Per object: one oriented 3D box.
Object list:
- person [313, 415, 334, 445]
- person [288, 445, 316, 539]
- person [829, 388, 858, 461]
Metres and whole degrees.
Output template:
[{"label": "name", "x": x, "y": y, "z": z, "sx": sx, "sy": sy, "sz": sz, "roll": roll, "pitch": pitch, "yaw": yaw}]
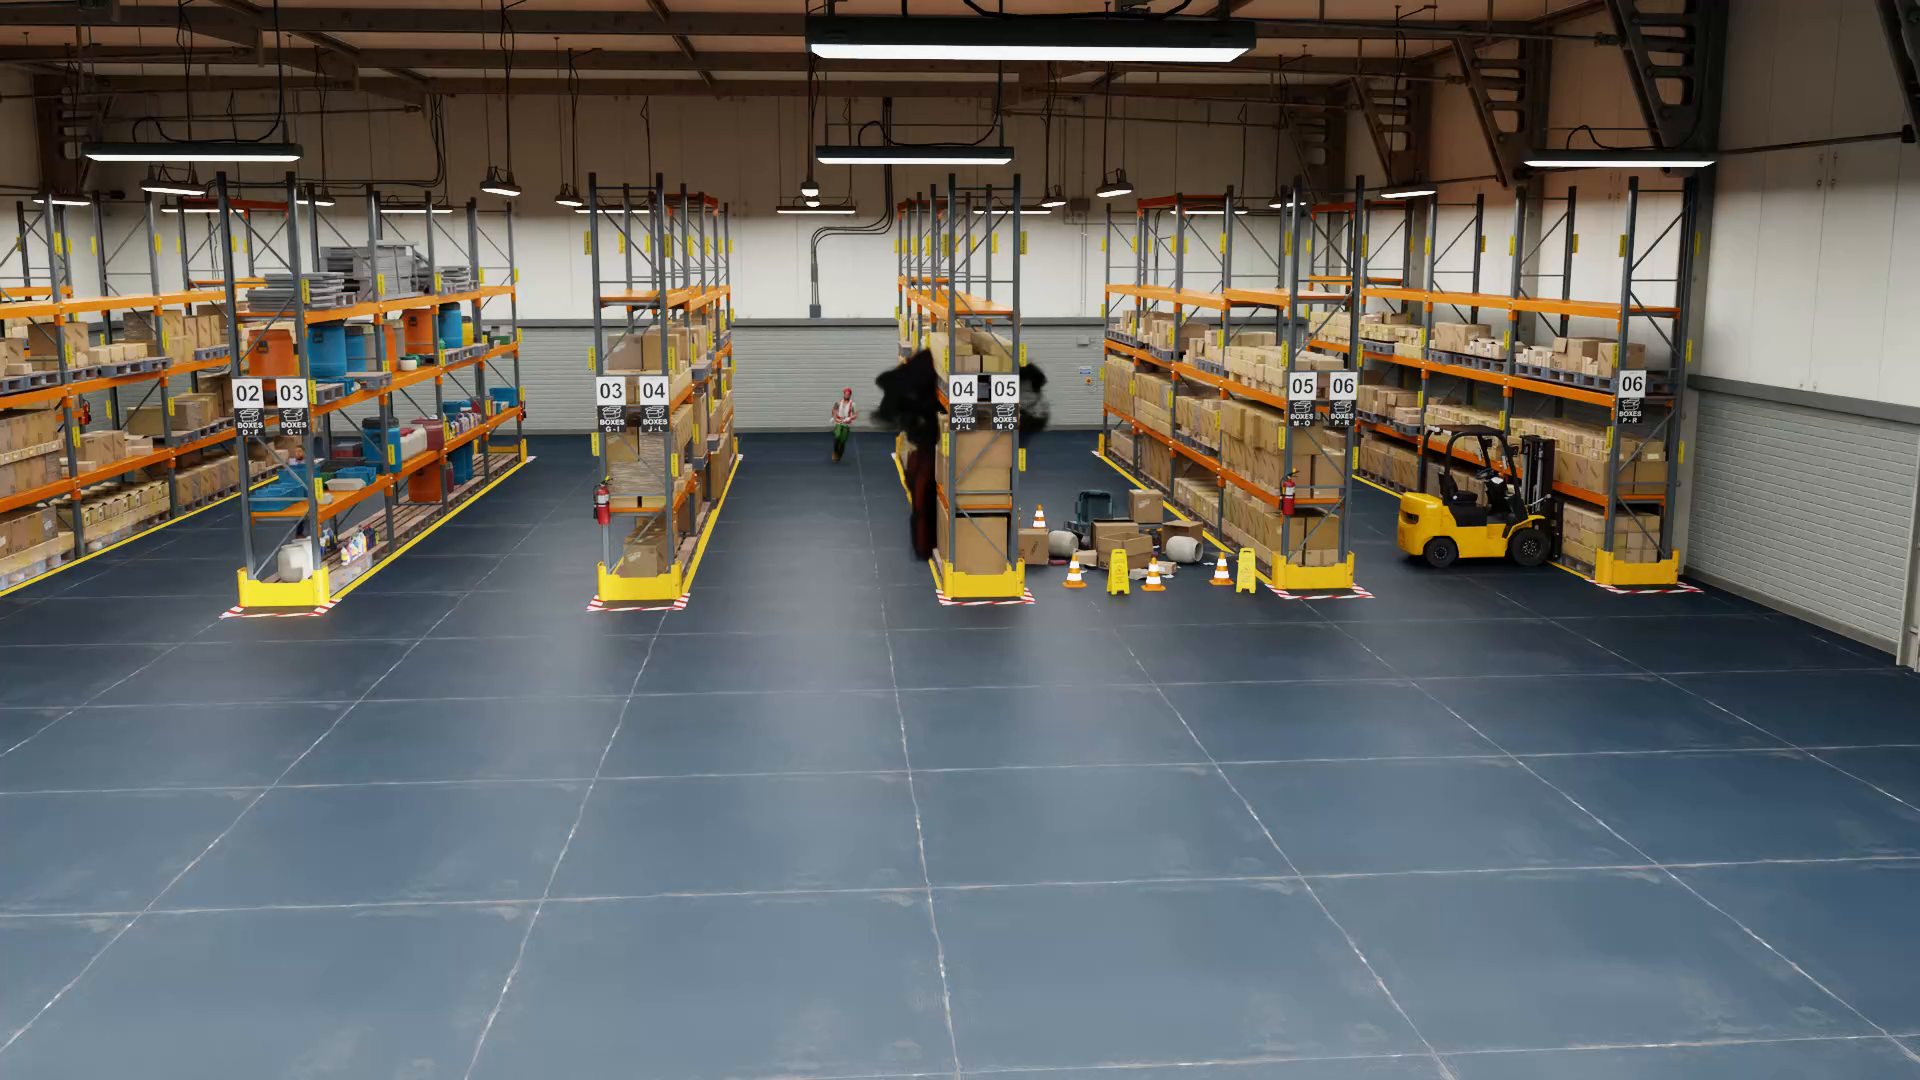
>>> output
[{"label": "person", "x": -15.518, "y": -2.857, "z": 40.030, "sx": 0.834, "sy": 1.774, "sz": 0.665, "roll": 2, "pitch": 10, "yaw": 11}, {"label": "person", "x": -11.328, "y": -0.815, "z": 28.730, "sx": 0.536, "sy": 1.702, "sz": 0.864, "roll": -2, "pitch": 10, "yaw": -12}, {"label": "person", "x": -2.719, "y": -2.675, "z": 38.770, "sx": 0.695, "sy": 1.708, "sz": 0.650, "roll": 0, "pitch": 10, "yaw": 3}]
